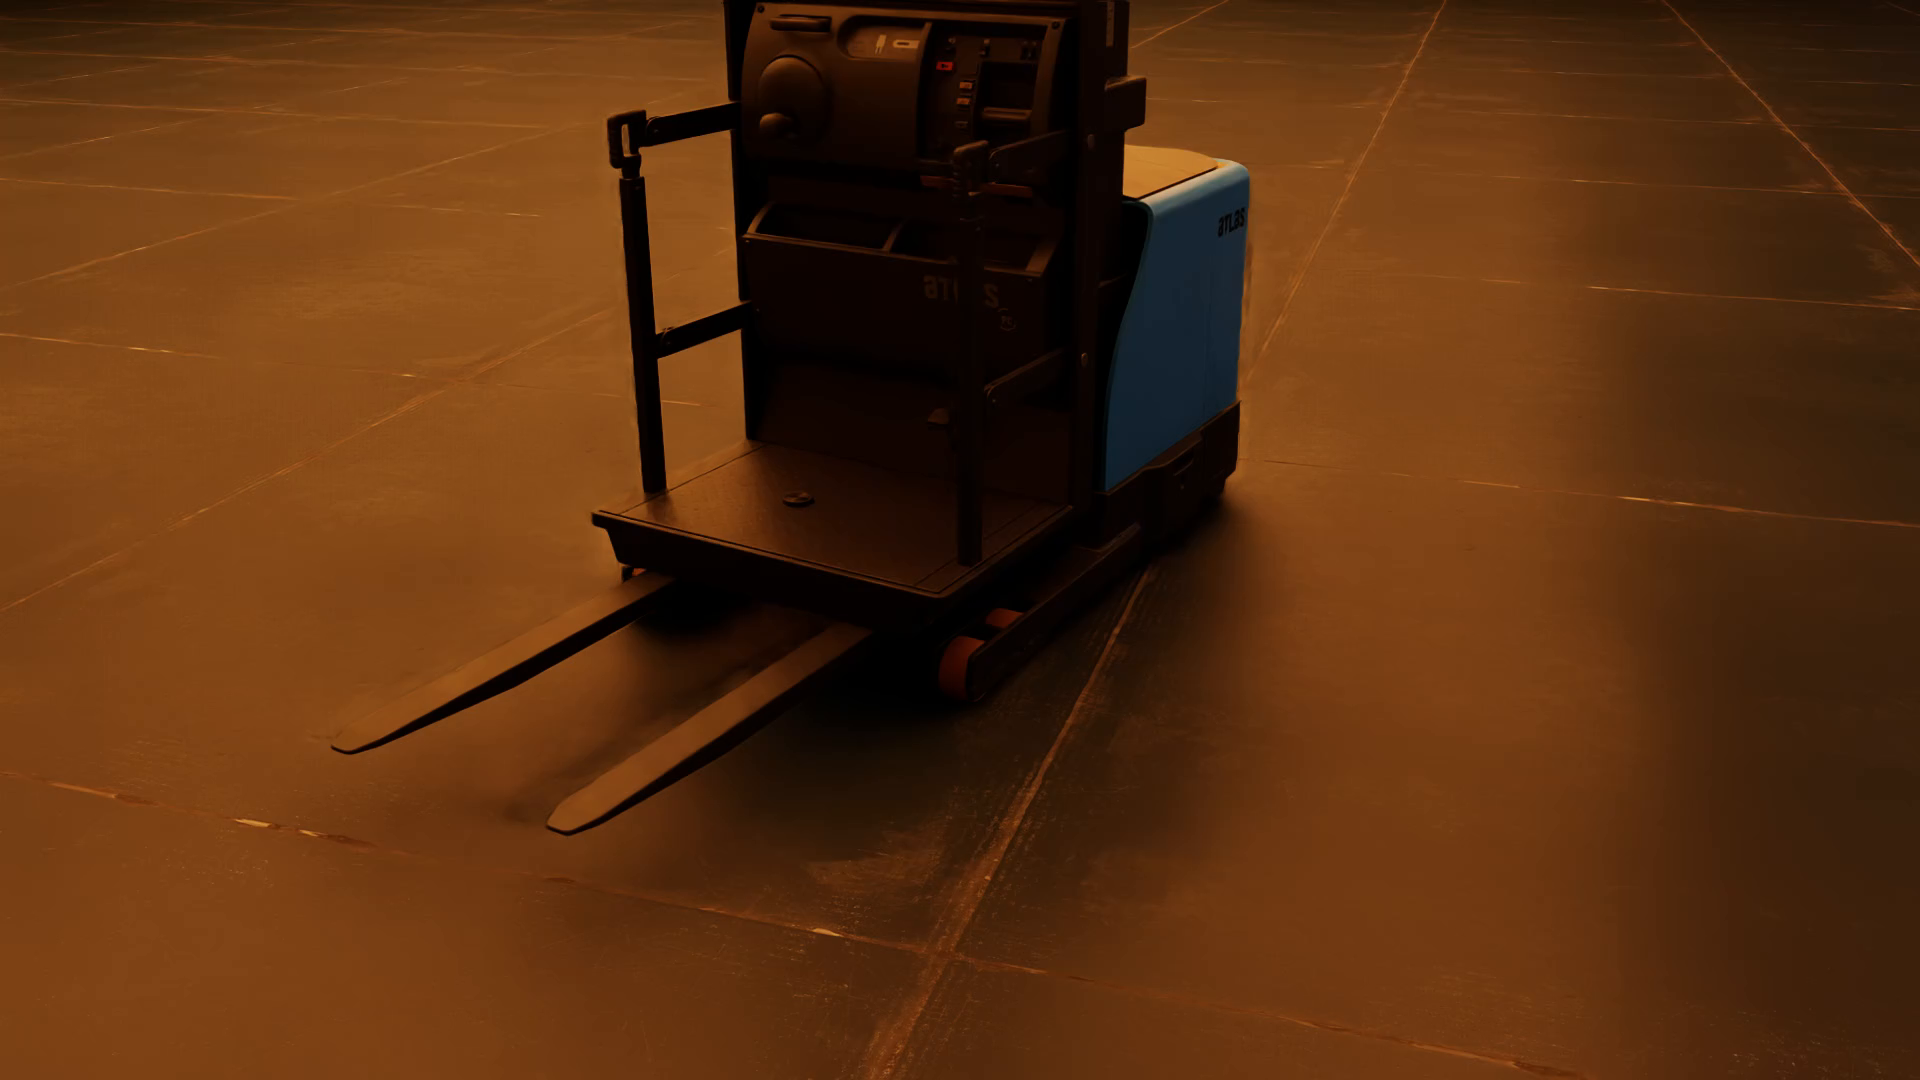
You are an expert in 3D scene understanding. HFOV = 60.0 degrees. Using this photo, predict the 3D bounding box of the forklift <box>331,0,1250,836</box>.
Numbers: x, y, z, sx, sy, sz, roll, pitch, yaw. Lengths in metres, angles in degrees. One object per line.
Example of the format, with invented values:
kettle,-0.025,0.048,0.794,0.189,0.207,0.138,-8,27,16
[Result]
forklift,-0.268,-1.149,4.063,1.130,2.935,3.031,13,26,28
